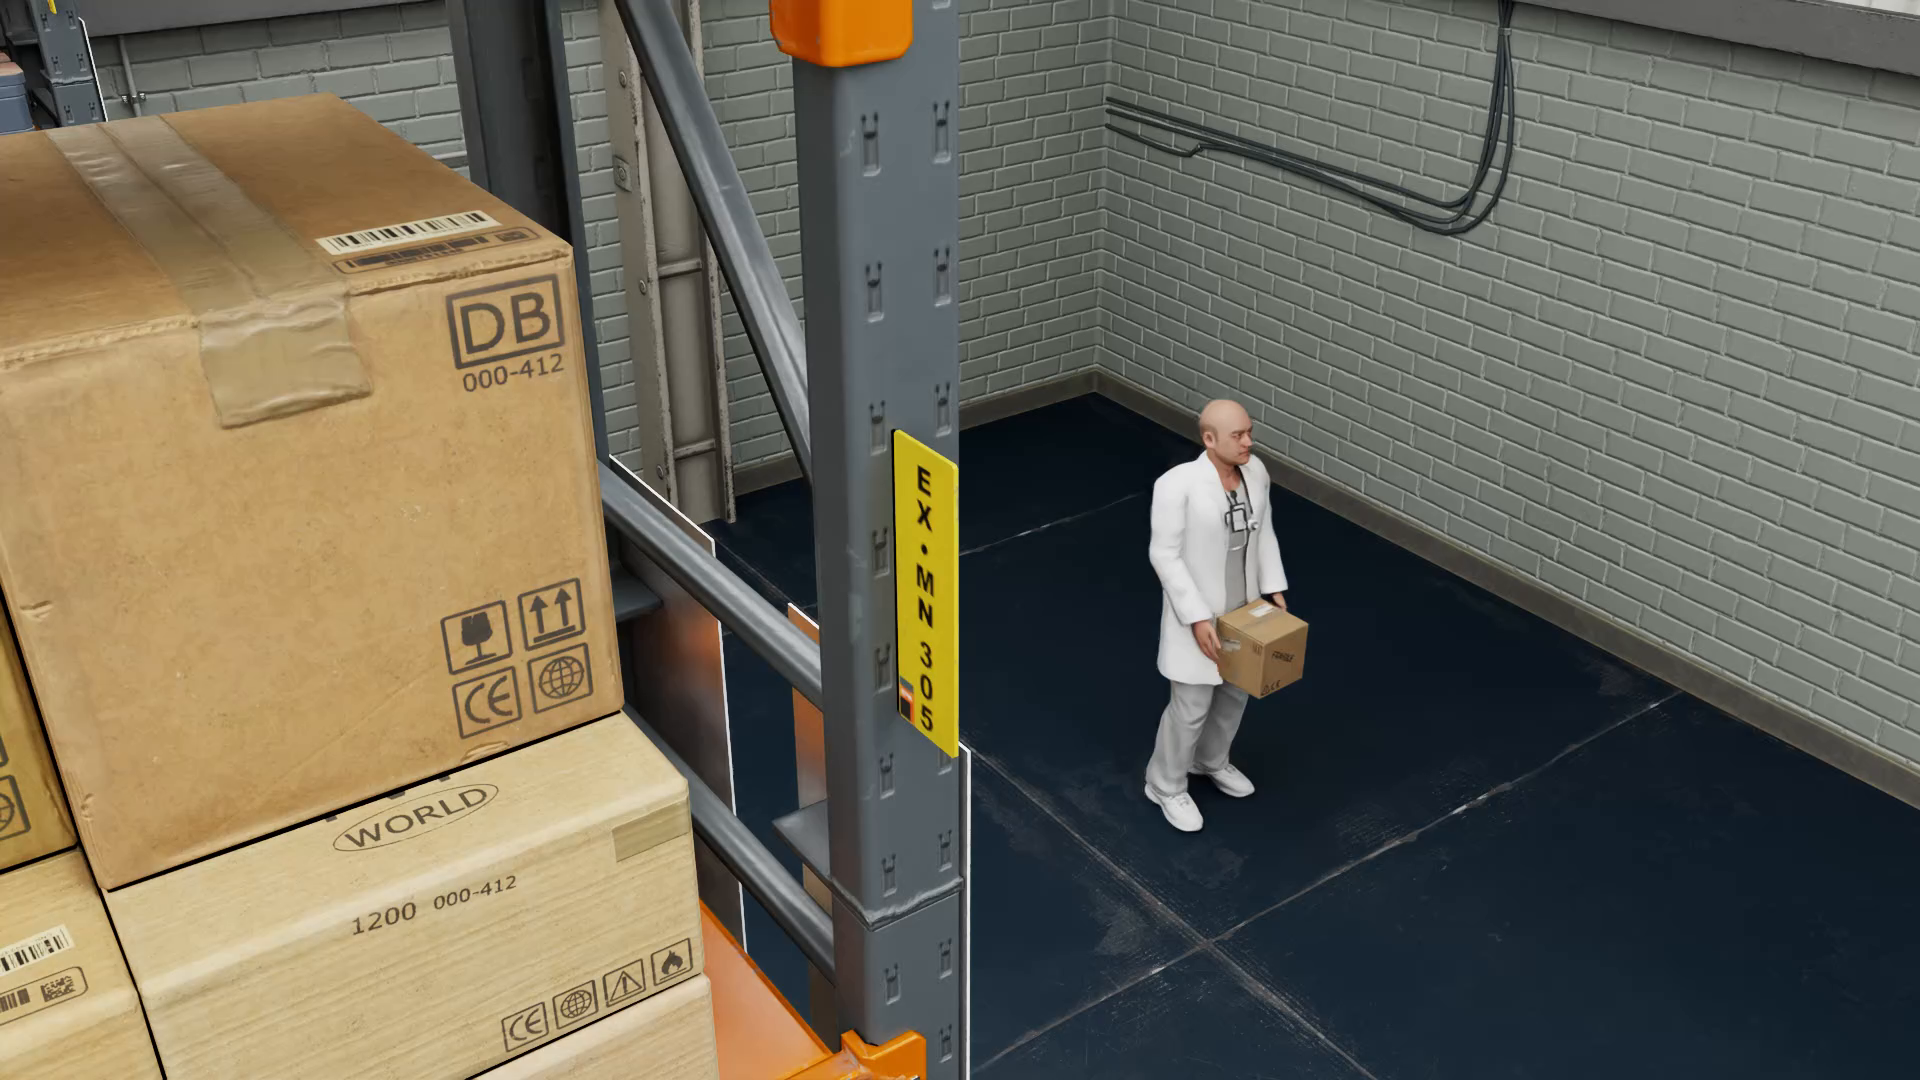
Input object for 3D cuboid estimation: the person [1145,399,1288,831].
[{"bbox_3d":[1.031,0.291,6.598,0.620,1.775,0.452,-18,33,-30],"label":"person"}]
